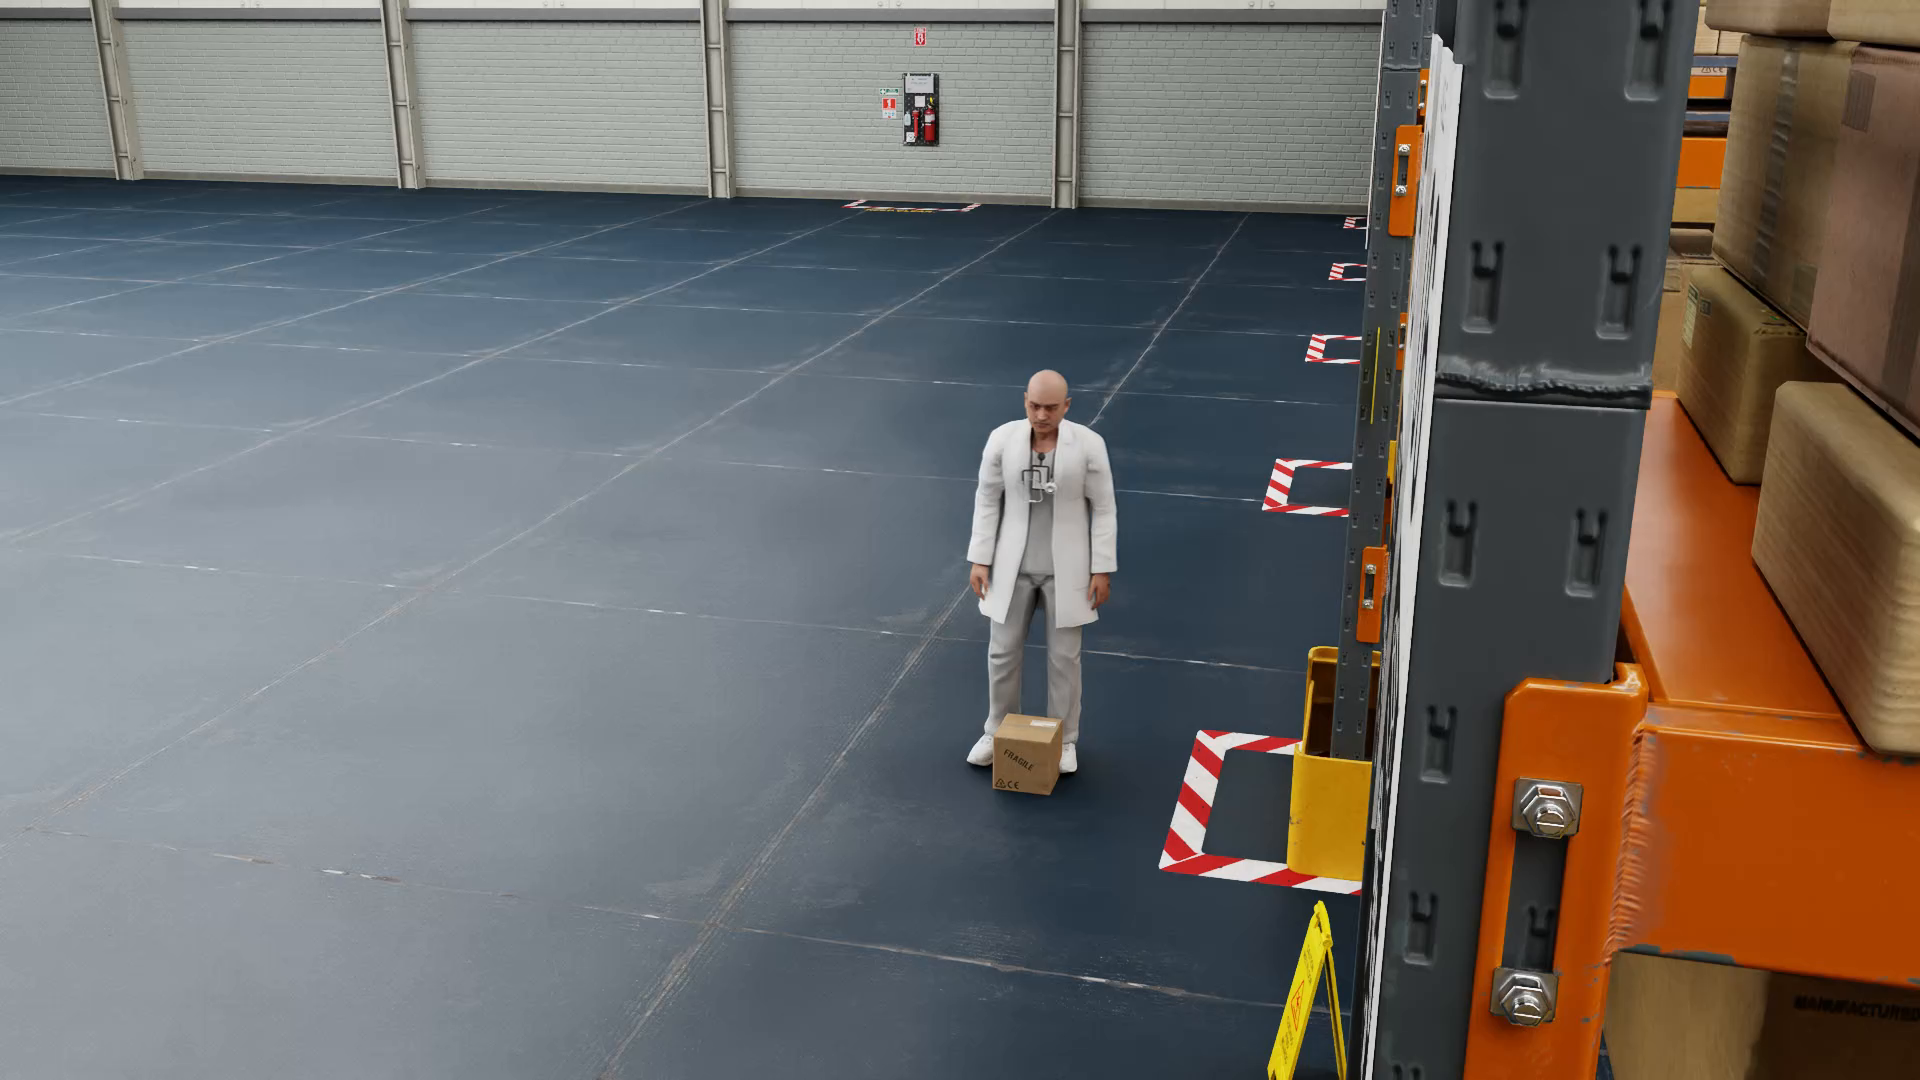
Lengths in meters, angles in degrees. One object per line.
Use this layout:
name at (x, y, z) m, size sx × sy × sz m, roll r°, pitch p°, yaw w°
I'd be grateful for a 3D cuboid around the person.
person at (0.354, 0.126, 7.191) m, size 0.654 × 1.774 × 0.415 m, roll 4°, pitch 18°, yaw 12°
